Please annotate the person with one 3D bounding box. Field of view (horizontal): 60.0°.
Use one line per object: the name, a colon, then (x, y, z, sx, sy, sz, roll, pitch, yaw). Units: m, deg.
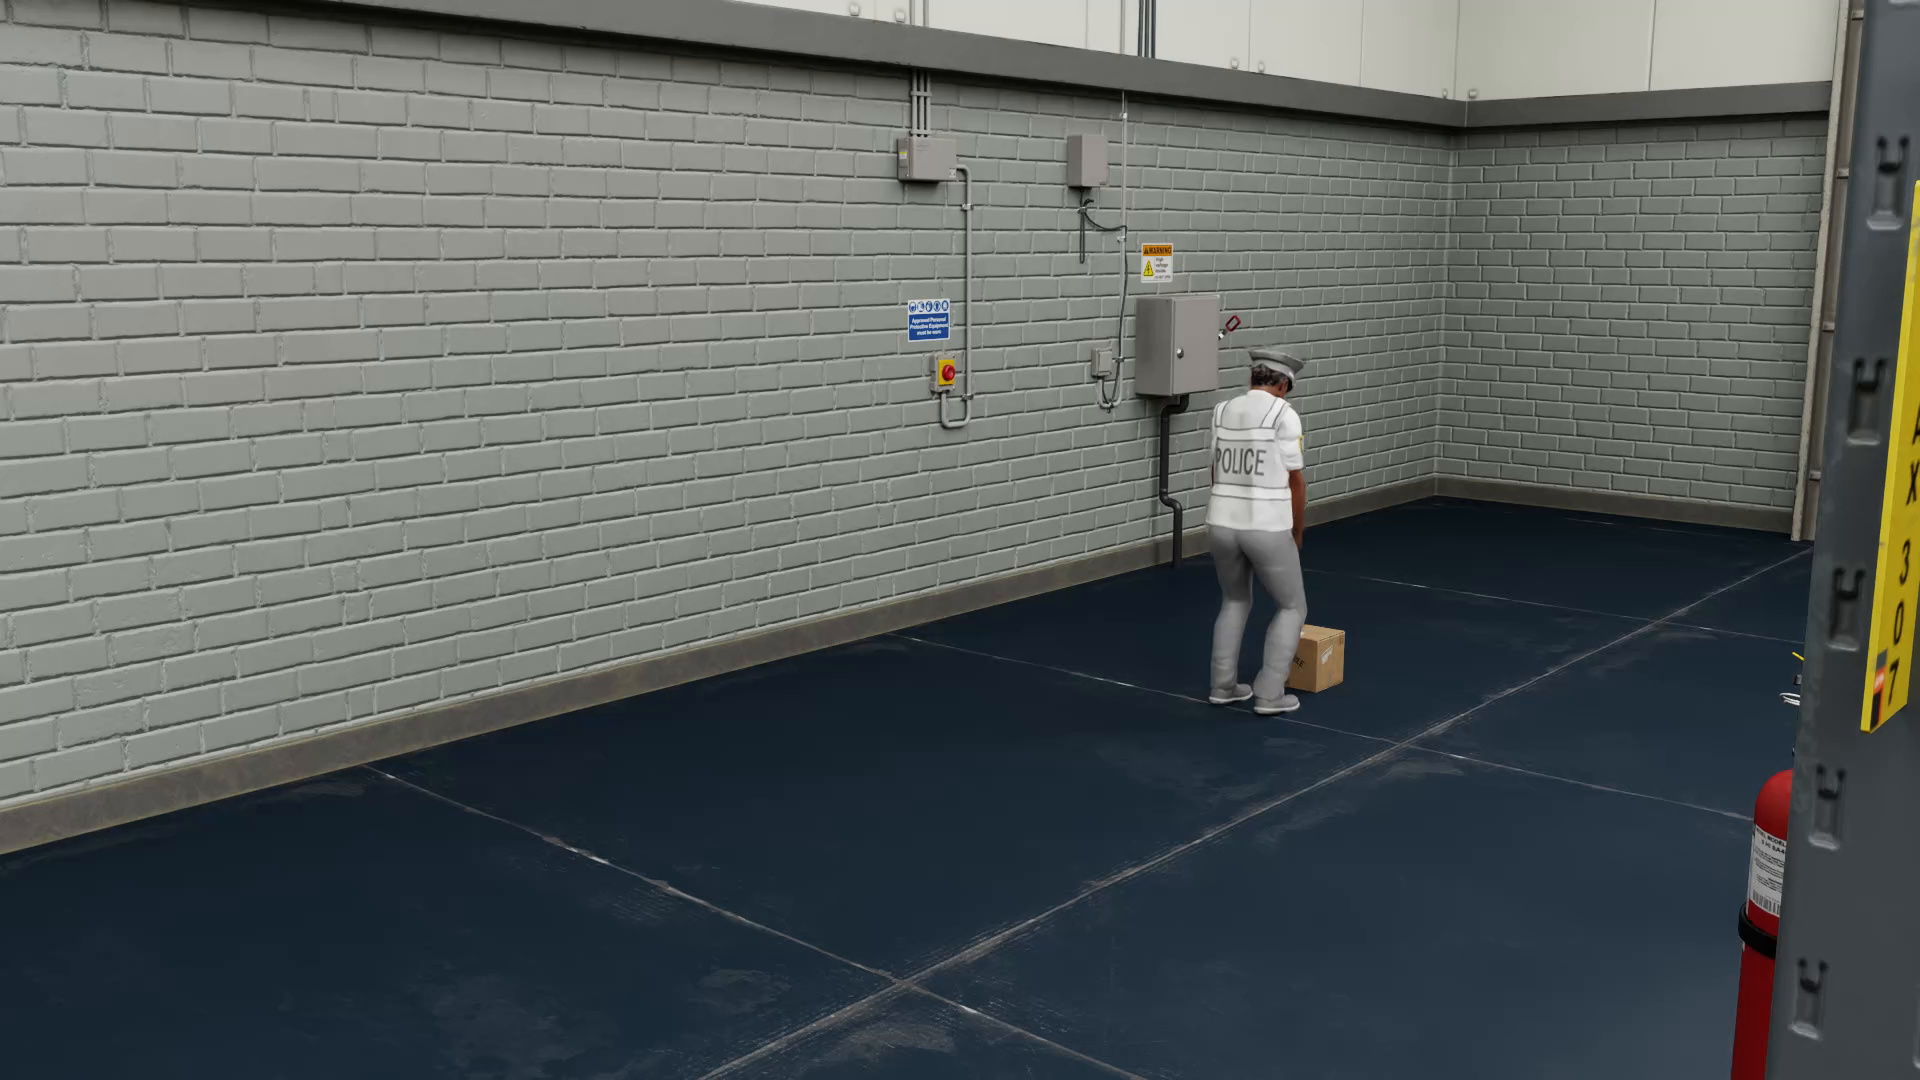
person: (1.306, -0.040, 7.369, 0.469, 1.592, 0.500, 9, 14, 42)
